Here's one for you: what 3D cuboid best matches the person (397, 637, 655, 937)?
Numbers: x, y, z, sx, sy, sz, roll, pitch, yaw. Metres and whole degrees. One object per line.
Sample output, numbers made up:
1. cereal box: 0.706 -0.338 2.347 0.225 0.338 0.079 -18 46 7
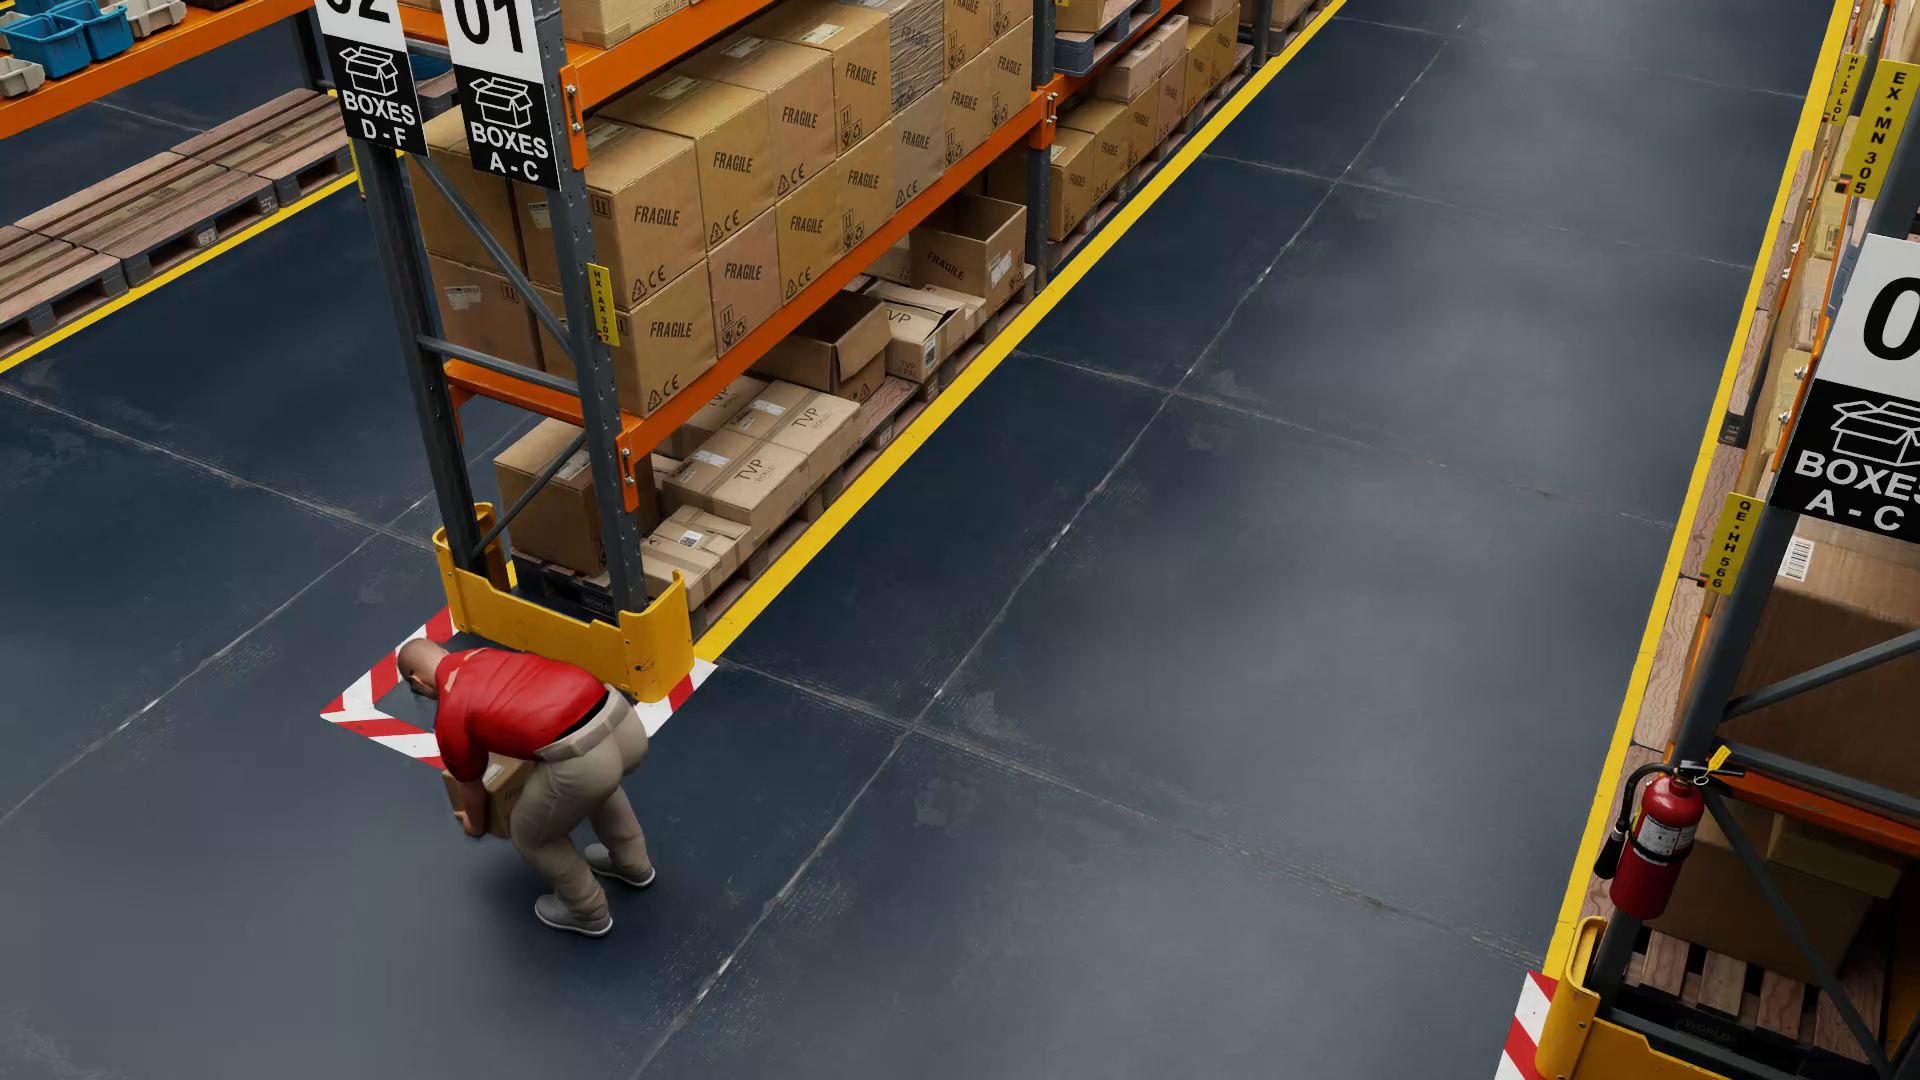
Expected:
1. person: -1.589 0.886 6.153 0.959 1.078 0.498 16 41 20
